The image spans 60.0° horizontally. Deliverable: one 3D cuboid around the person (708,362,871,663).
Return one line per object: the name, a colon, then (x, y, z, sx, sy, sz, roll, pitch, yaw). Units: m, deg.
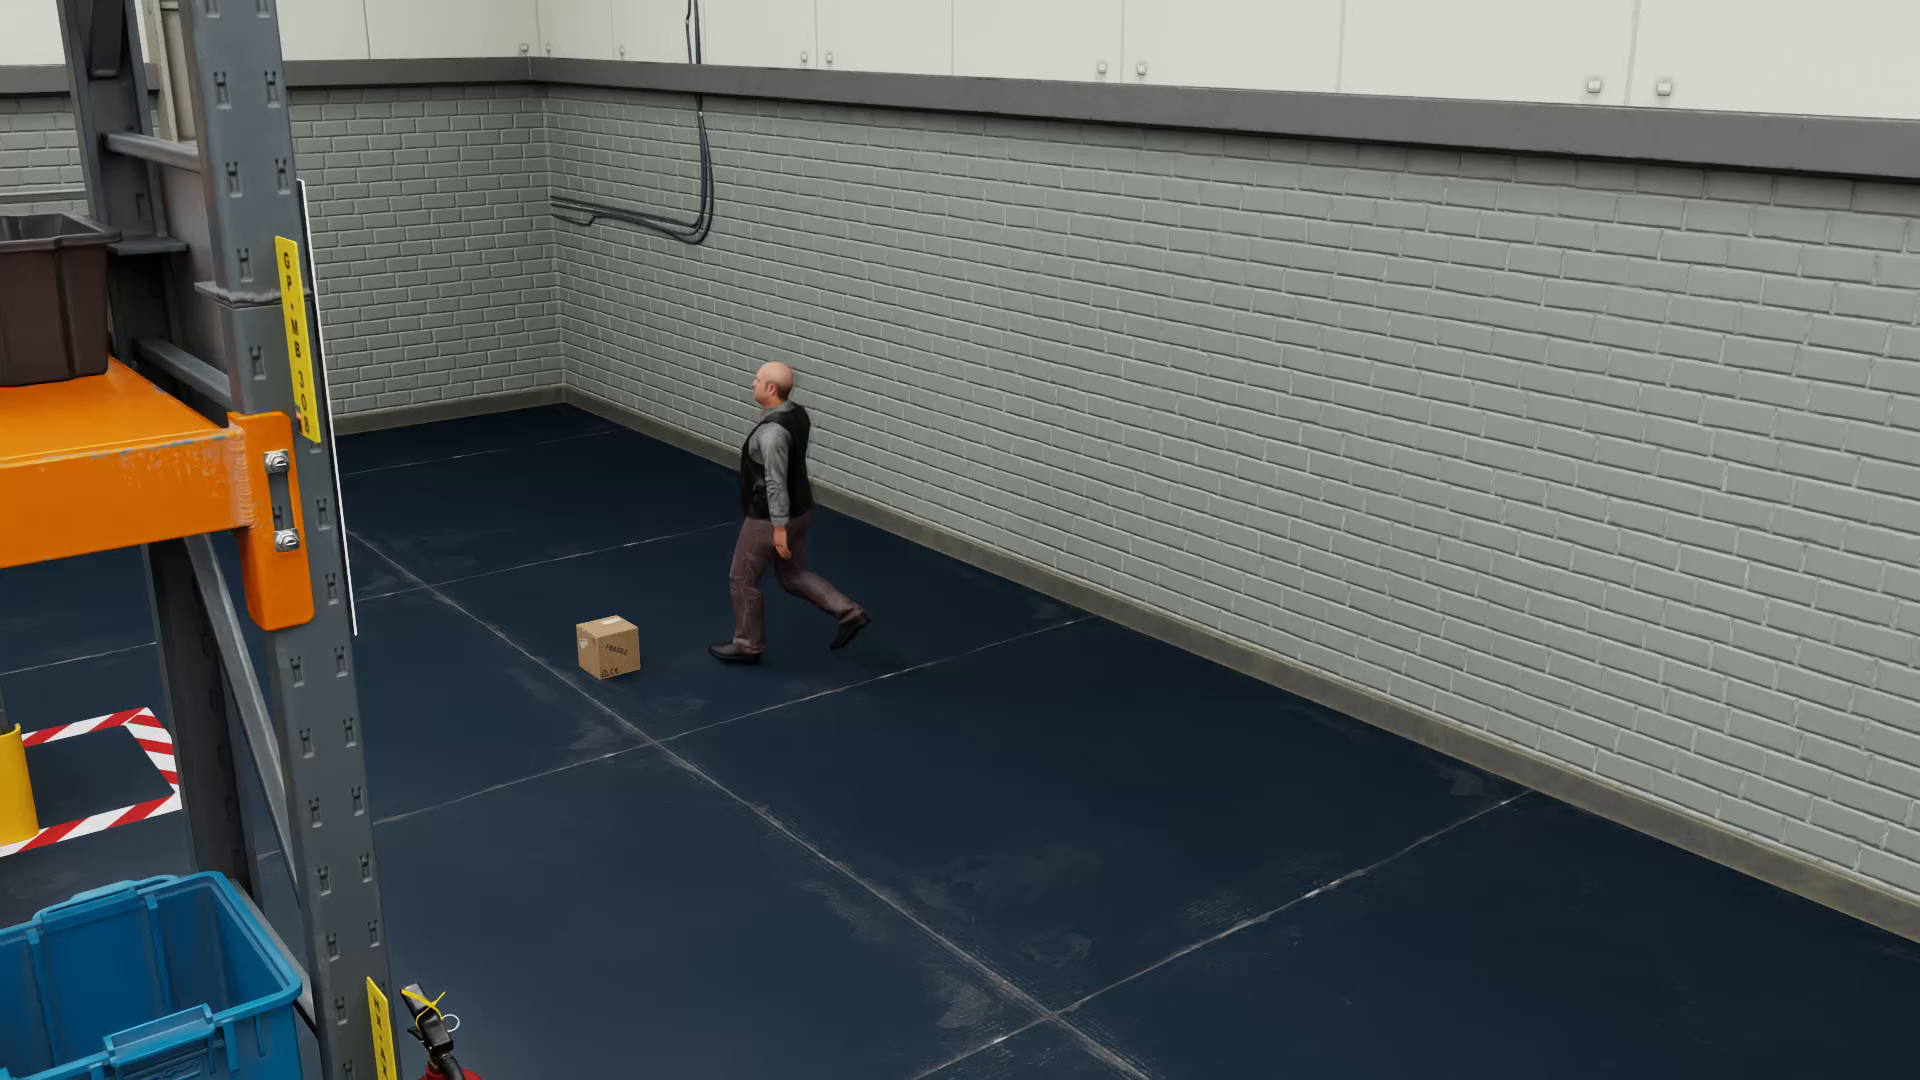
person: (-0.953, -0.131, 9.014, 0.900, 1.692, 0.539, 5, 18, 15)
